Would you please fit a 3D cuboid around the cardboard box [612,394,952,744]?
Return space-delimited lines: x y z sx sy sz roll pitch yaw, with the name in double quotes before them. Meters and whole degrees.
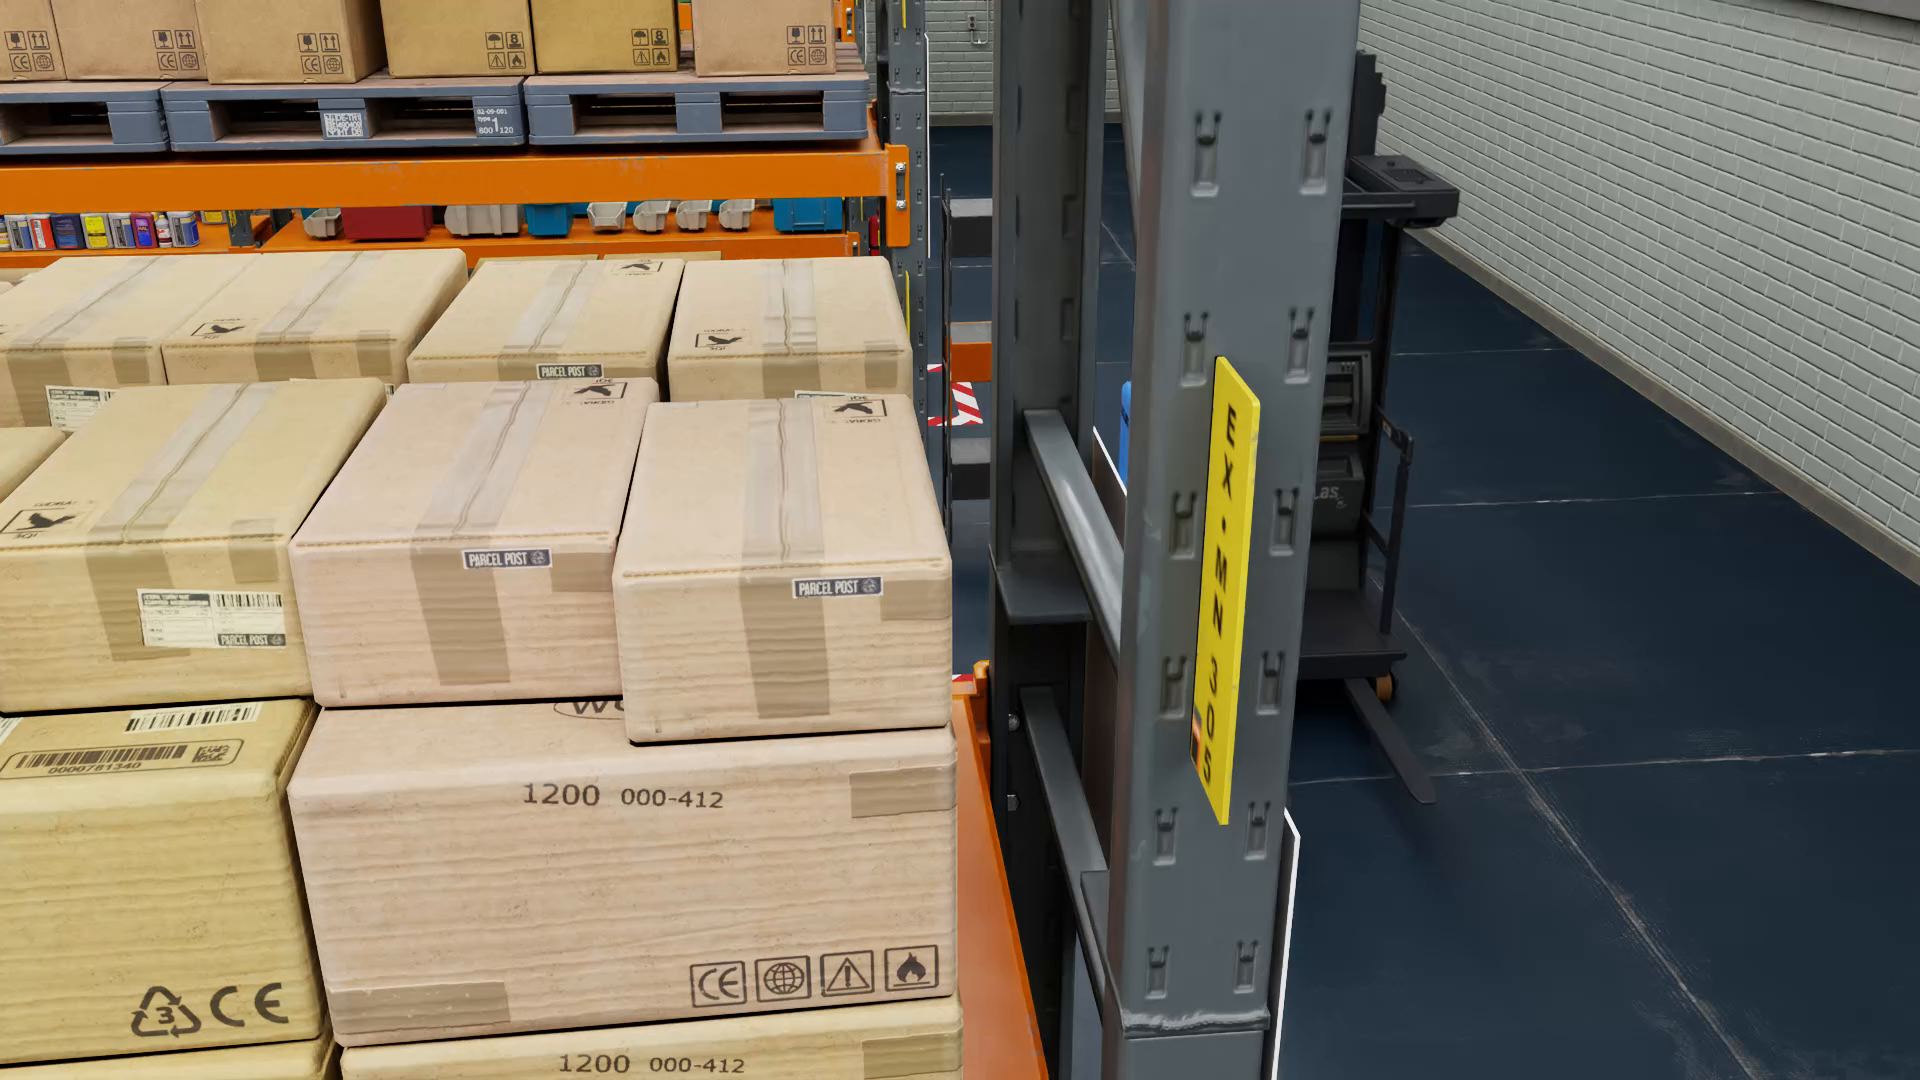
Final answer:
"cardboard box" -0.150 0.009 1.421 0.250 0.149 0.380 -3 24 -6

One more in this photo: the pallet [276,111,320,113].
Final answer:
"pallet" -5.991 -4.188 15.715 1.213 0.211 1.003 -2 24 -5

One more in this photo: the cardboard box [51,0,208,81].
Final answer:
"cardboard box" -2.907 -1.988 6.074 0.500 0.500 0.700 -1 24 -2

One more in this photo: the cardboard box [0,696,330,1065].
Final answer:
"cardboard box" -0.790 0.201 1.480 0.500 0.250 0.500 -3 24 -7

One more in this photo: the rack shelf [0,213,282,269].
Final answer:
"rack shelf" -6.693 -1.853 11.111 4.000 0.370 1.077 -2 24 -5

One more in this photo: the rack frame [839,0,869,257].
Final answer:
"rack frame" -0.722 -2.421 11.503 0.127 3.000 1.000 -2 24 -5

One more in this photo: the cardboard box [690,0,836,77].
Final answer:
"cardboard box" -0.747 -2.030 6.169 0.500 0.500 0.700 -4 24 -8

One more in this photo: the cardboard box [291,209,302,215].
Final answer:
"cardboard box" -6.141 -3.170 15.726 0.500 0.500 0.500 -2 24 -5

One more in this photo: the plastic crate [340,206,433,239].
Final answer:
"plastic crate" -3.789 -2.252 10.971 0.583 0.464 0.402 -2 24 -5

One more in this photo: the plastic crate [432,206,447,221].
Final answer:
"plastic crate" -3.615 -2.316 11.533 0.590 0.125 0.437 -2 24 -5

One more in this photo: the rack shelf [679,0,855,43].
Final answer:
"rack shelf" -2.712 -3.383 10.861 4.000 0.370 1.077 -2 24 -5

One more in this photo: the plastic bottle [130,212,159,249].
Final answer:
"plastic bottle" -5.288 -2.034 10.776 0.133 0.283 0.061 -2 24 -5

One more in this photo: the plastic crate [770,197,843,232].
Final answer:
"plastic crate" -1.037 -2.376 11.284 0.499 0.435 0.616 -2 24 -5

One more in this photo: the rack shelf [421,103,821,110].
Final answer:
"rack shelf" -3.195 -4.015 15.975 4.000 0.370 1.077 -2 24 -5

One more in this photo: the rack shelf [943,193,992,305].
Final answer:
"rack shelf" 0.165 -1.593 9.060 0.480 0.518 0.431 -2 24 -5

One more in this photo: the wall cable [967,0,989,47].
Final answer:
"wall cable" -0.514 -7.323 21.282 1.851 1.984 0.084 -2 24 -5

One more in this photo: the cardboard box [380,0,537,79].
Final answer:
"cardboard box" -1.829 -2.016 6.137 0.500 0.500 0.700 -4 24 -9

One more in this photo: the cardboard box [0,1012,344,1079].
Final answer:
"cardboard box" -0.782 0.436 1.567 0.500 0.250 0.500 -2 24 -5

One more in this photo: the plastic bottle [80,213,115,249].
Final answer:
"plastic bottle" -5.585 -2.070 10.774 0.185 0.351 0.144 -2 24 -5

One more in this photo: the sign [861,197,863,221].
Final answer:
"sign" -0.651 -2.274 10.972 0.005 0.325 0.100 -2 24 -5

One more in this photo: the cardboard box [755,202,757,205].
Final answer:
"cardboard box" -2.271 -3.441 16.642 0.500 0.250 0.500 -2 24 -5

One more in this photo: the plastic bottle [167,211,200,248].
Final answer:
"plastic bottle" -5.063 -2.058 10.840 0.135 0.276 0.152 -2 24 -5

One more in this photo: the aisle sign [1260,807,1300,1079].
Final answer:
"aisle sign" 0.254 0.520 1.686 0.004 0.787 0.394 -2 24 -5

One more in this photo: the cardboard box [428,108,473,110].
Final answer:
"cardboard box" -4.651 -4.219 15.427 0.500 0.500 0.500 -2 24 -4

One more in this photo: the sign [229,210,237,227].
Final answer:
"sign" -4.650 -2.165 10.588 0.005 0.325 0.100 -2 24 -5

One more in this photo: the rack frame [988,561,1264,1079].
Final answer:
"rack frame" 0.152 1.590 2.480 0.127 3.000 1.000 -2 24 -5

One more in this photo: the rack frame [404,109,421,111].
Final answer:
"rack frame" -5.185 -4.263 15.649 0.127 3.000 1.000 -2 24 -5

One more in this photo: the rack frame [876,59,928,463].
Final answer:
"rack frame" -0.235 -0.419 6.999 0.127 3.000 1.000 -2 24 -5

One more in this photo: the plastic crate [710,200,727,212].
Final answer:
"plastic crate" -1.655 -2.469 11.743 0.300 0.233 0.416 -2 24 -5

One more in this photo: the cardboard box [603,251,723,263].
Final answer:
"cardboard box" -1.237 -0.899 6.975 0.500 0.500 0.500 -3 24 -6

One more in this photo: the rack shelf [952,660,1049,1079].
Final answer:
"rack shelf" -1.838 0.628 1.837 4.000 0.370 1.077 -2 24 -5

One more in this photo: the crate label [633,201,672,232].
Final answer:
"crate label" -2.080 -2.195 11.247 0.243 0.136 0.396 -2 24 -5

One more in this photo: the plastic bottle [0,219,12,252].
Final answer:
"plastic bottle" -6.175 -1.968 10.730 0.097 0.201 0.097 0 24 0

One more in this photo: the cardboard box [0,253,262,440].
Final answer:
"cardboard box" -0.967 -0.208 1.911 0.250 0.149 0.380 -2 24 -4

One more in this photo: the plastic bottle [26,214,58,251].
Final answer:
"plastic bottle" -5.928 -2.023 10.762 0.135 0.276 0.152 -2 24 -5

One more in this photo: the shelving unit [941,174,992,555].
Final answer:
"shelving unit" 0.165 -0.966 9.338 0.503 2.100 0.431 -2 24 -5

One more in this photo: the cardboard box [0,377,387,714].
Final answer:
"cardboard box" -0.660 -0.010 1.465 0.250 0.149 0.380 -3 24 -7

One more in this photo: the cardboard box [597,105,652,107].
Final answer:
"cardboard box" -3.138 -4.281 15.565 0.500 0.500 0.500 -3 24 -6

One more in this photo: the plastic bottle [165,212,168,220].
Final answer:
"plastic bottle" -5.452 -2.339 11.478 0.097 0.271 0.097 0 24 0

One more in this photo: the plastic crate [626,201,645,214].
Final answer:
"plastic crate" -2.310 -2.442 11.684 0.300 0.233 0.416 -2 24 -5

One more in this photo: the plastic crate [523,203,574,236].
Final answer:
"plastic crate" -2.740 -2.186 11.108 0.300 0.233 0.416 -2 24 -5

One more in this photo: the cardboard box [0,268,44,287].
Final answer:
"cardboard box" -3.784 -0.796 6.742 0.500 0.500 0.500 -2 24 -4

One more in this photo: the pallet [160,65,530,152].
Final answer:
"pallet" -2.189 -1.665 6.220 1.213 0.211 1.003 -2 24 -5

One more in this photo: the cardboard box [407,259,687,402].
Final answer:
"cardboard box" -0.448 -0.199 1.890 0.250 0.149 0.380 -1 24 -3

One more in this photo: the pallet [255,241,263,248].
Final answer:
"pallet" -7.208 -2.891 15.996 1.213 0.211 1.003 -2 24 -5

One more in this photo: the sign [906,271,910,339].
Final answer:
"sign" -0.195 -0.836 6.221 0.005 0.325 0.100 -2 24 -5

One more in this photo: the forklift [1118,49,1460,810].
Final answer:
"forklift" 1.498 -0.667 7.642 1.130 2.935 3.031 -2 24 -4

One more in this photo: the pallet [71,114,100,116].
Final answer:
"pallet" -8.498 -4.072 15.453 1.003 0.211 1.213 -2 24 -5

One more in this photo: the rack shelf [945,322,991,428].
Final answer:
"rack shelf" 0.165 -0.954 9.344 0.480 0.518 0.431 -2 24 -5

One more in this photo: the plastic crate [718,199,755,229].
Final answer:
"plastic crate" -1.515 -2.222 11.307 0.243 0.136 0.396 -2 24 -5

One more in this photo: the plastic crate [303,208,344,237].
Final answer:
"plastic crate" -4.225 -2.129 11.097 0.243 0.136 0.396 -2 24 -5

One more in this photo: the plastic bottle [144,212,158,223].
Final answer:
"plastic bottle" -5.534 -2.242 11.345 0.097 0.201 0.097 0 24 0

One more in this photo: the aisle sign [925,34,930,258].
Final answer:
"aisle sign" -0.134 -1.488 6.205 0.004 0.787 0.394 -2 24 -5

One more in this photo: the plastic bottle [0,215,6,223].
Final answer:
"plastic bottle" -6.568 -2.294 11.377 0.097 0.271 0.097 0 24 0
